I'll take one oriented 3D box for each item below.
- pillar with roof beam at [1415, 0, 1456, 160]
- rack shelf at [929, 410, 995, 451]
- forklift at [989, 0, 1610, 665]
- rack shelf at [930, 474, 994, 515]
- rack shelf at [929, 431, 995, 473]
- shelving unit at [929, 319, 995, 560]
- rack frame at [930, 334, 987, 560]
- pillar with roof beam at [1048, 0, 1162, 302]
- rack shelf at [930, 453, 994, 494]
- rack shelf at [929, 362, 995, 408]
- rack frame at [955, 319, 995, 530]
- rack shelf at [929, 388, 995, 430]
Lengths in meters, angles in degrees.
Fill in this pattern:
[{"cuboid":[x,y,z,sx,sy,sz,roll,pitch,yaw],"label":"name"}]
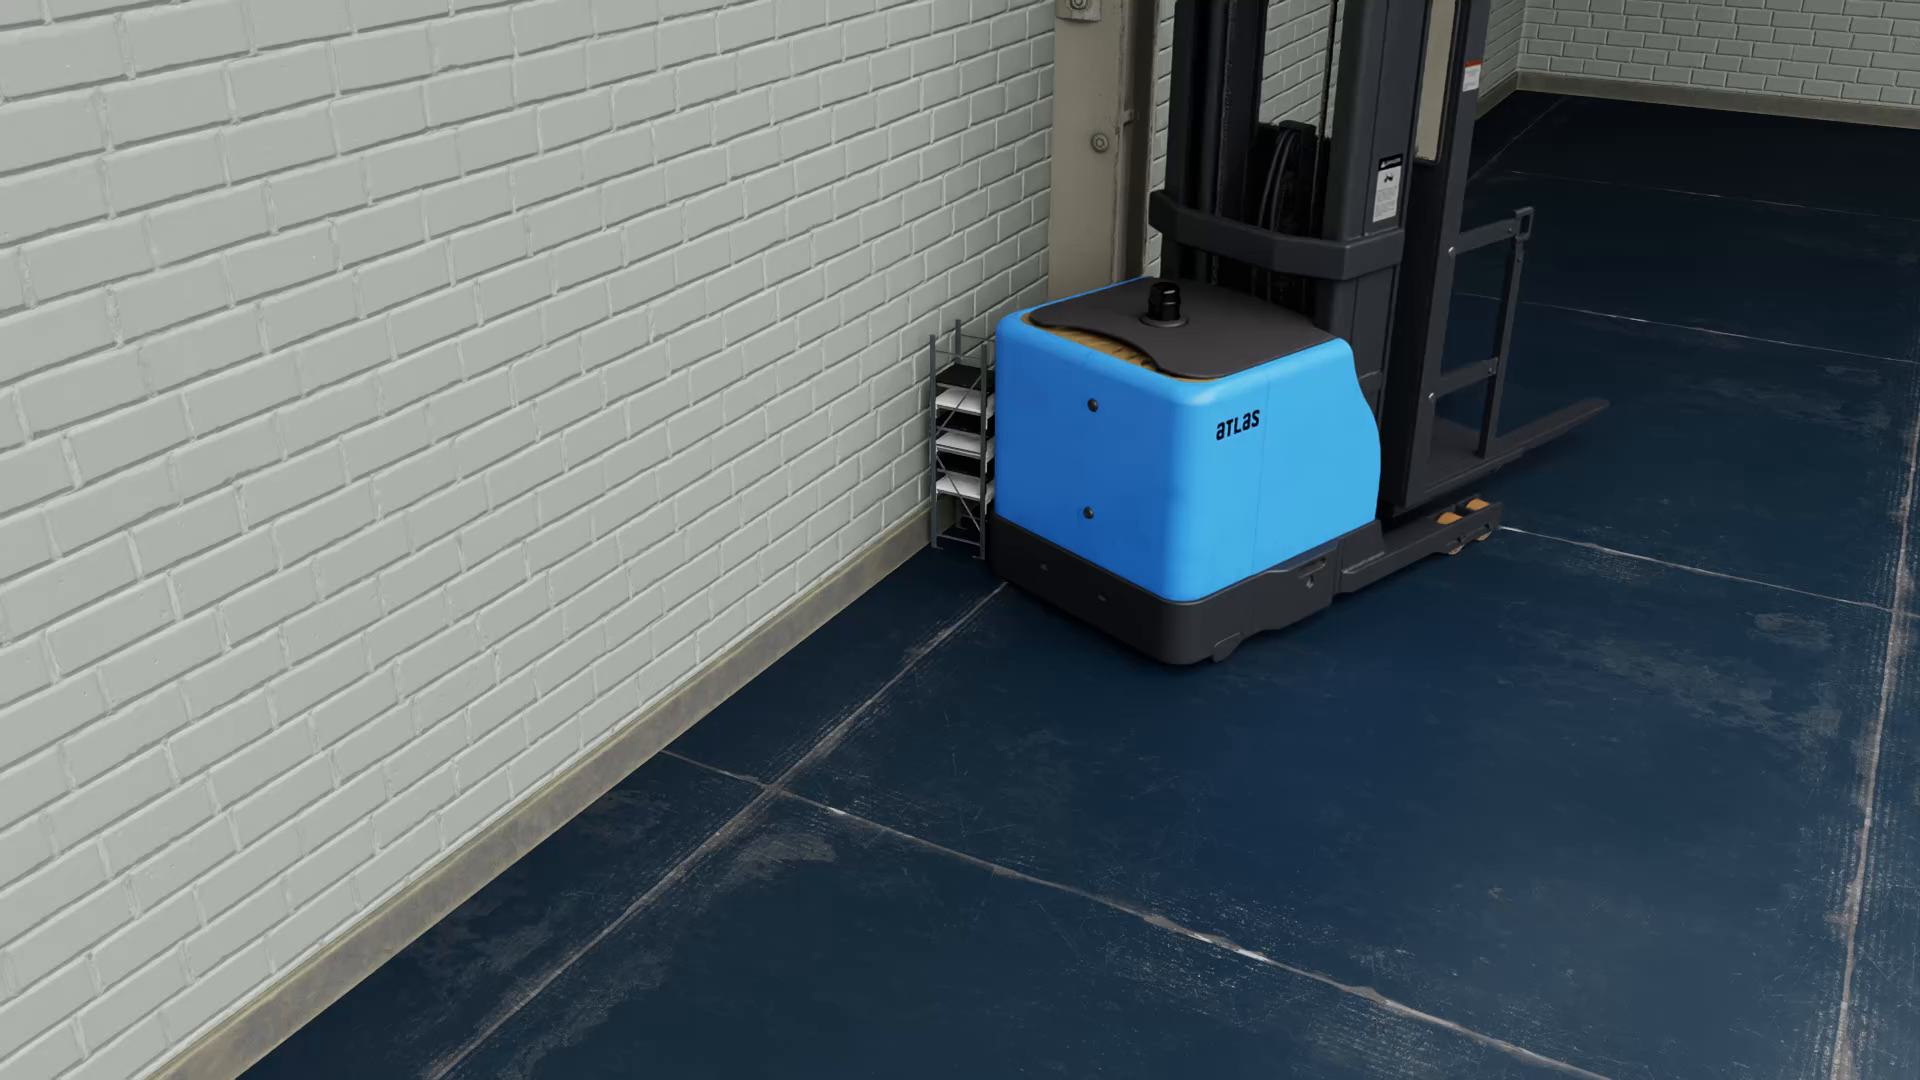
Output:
[{"cuboid":[7.308,-5.877,8.438,9.100,9.000,0.400,14,30,26],"label":"pillar with roof beam"},{"cuboid":[0.041,-0.440,6.497,0.258,0.077,0.200,14,30,25],"label":"rack shelf"},{"cuboid":[1.564,-1.413,6.298,3.031,2.935,1.130,-21,33,-35],"label":"forklift"},{"cuboid":[0.040,-0.199,6.618,0.258,0.077,0.200,14,30,25],"label":"rack shelf"},{"cuboid":[0.041,-0.360,6.537,0.258,0.077,0.200,14,30,25],"label":"rack shelf"},{"cuboid":[0.041,-0.390,6.523,0.258,0.900,0.210,14,30,25],"label":"shelving unit"},{"cuboid":[-0.008,-0.350,6.442,0.240,0.900,0.006,14,30,25],"label":"rack frame"},{"cuboid":[4.357,-3.539,3.767,9.100,9.000,0.400,14,30,26],"label":"pillar with roof beam"},{"cuboid":[0.040,-0.279,6.578,0.258,0.077,0.200,14,30,25],"label":"rack shelf"},{"cuboid":[0.041,-0.601,6.416,0.258,0.077,0.200,14,30,25],"label":"rack shelf"},{"cuboid":[0.089,-0.430,6.603,0.240,0.900,0.006,14,30,25],"label":"rack frame"},{"cuboid":[0.041,-0.521,6.457,0.258,0.077,0.200,14,30,25],"label":"rack shelf"}]
